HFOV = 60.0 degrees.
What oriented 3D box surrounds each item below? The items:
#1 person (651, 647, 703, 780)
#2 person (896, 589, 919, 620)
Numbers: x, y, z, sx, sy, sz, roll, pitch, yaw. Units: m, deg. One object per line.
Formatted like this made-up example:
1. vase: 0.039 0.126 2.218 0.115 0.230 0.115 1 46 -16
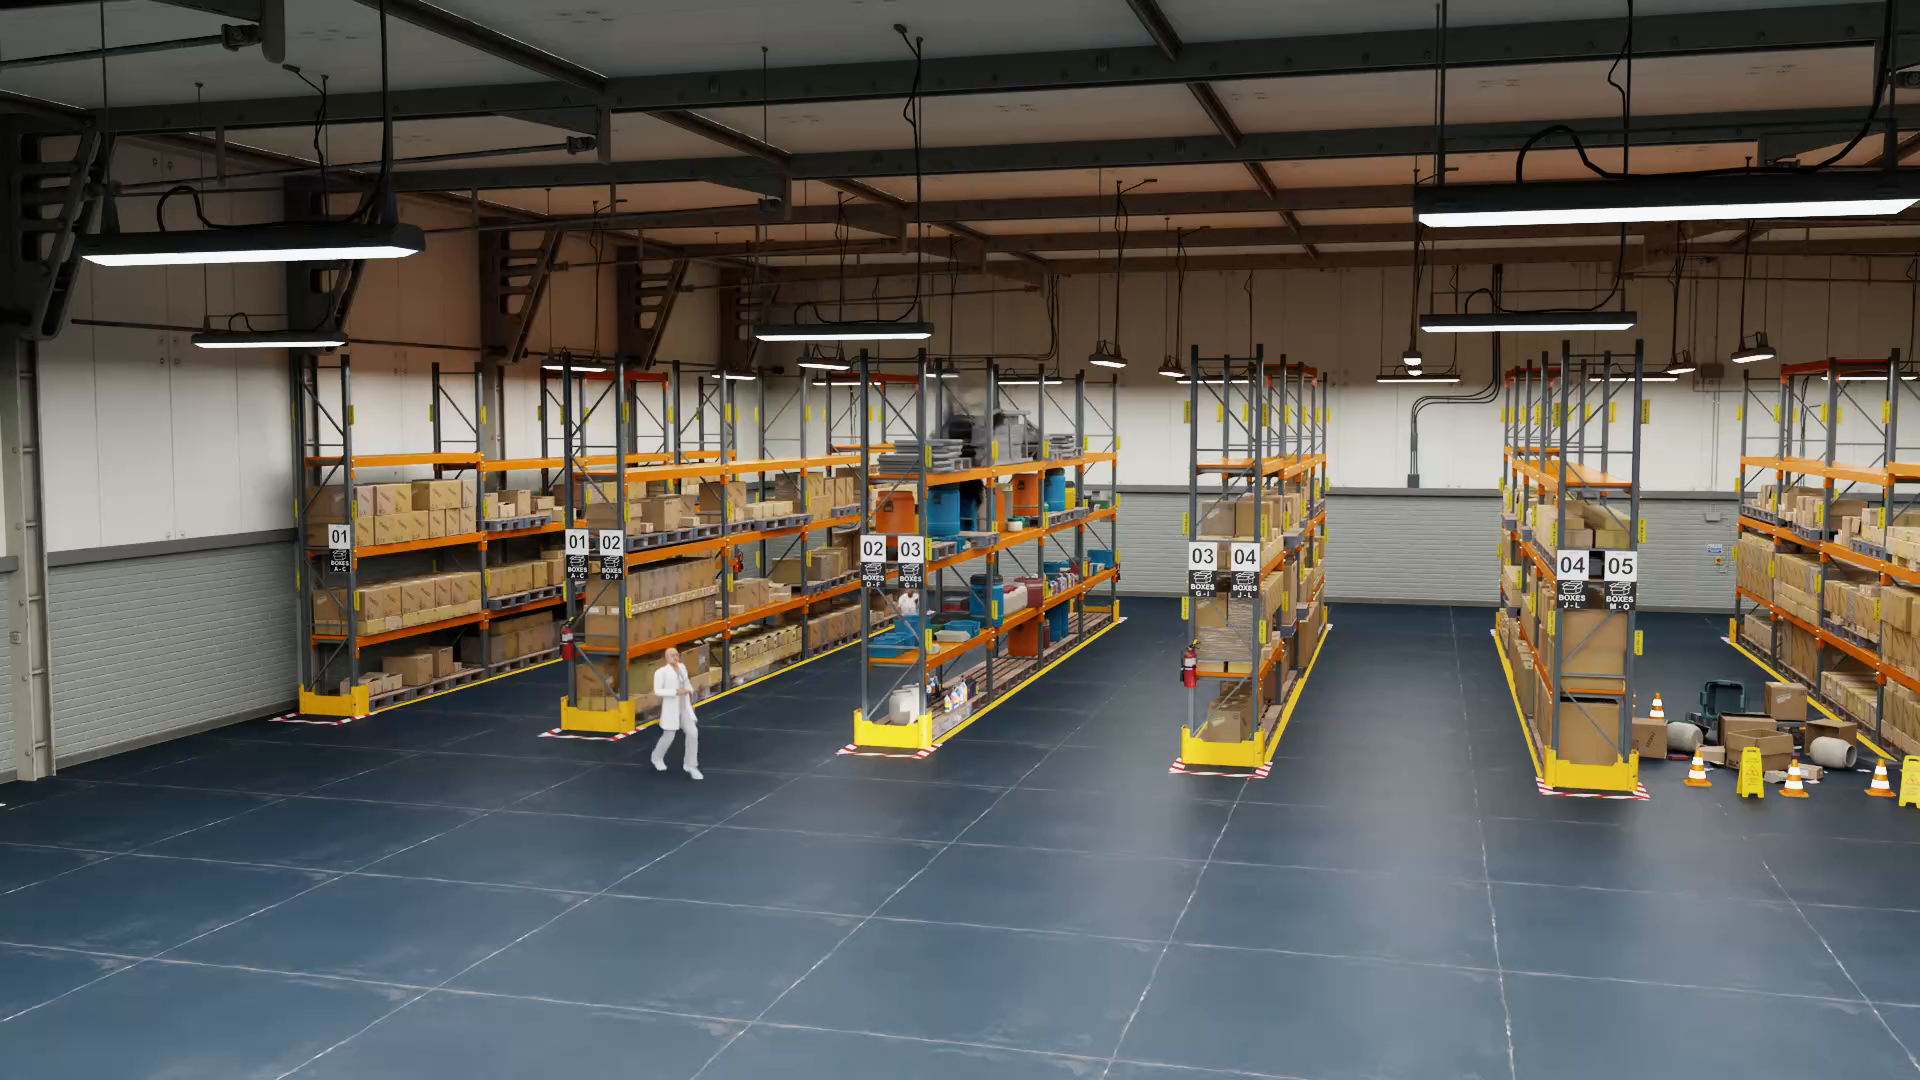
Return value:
1. person: -3.945 2.393 23.119 0.725 1.815 0.963 -4 6 -43
2. person: -1.002 1.613 33.791 0.595 1.489 0.797 0 4 2
